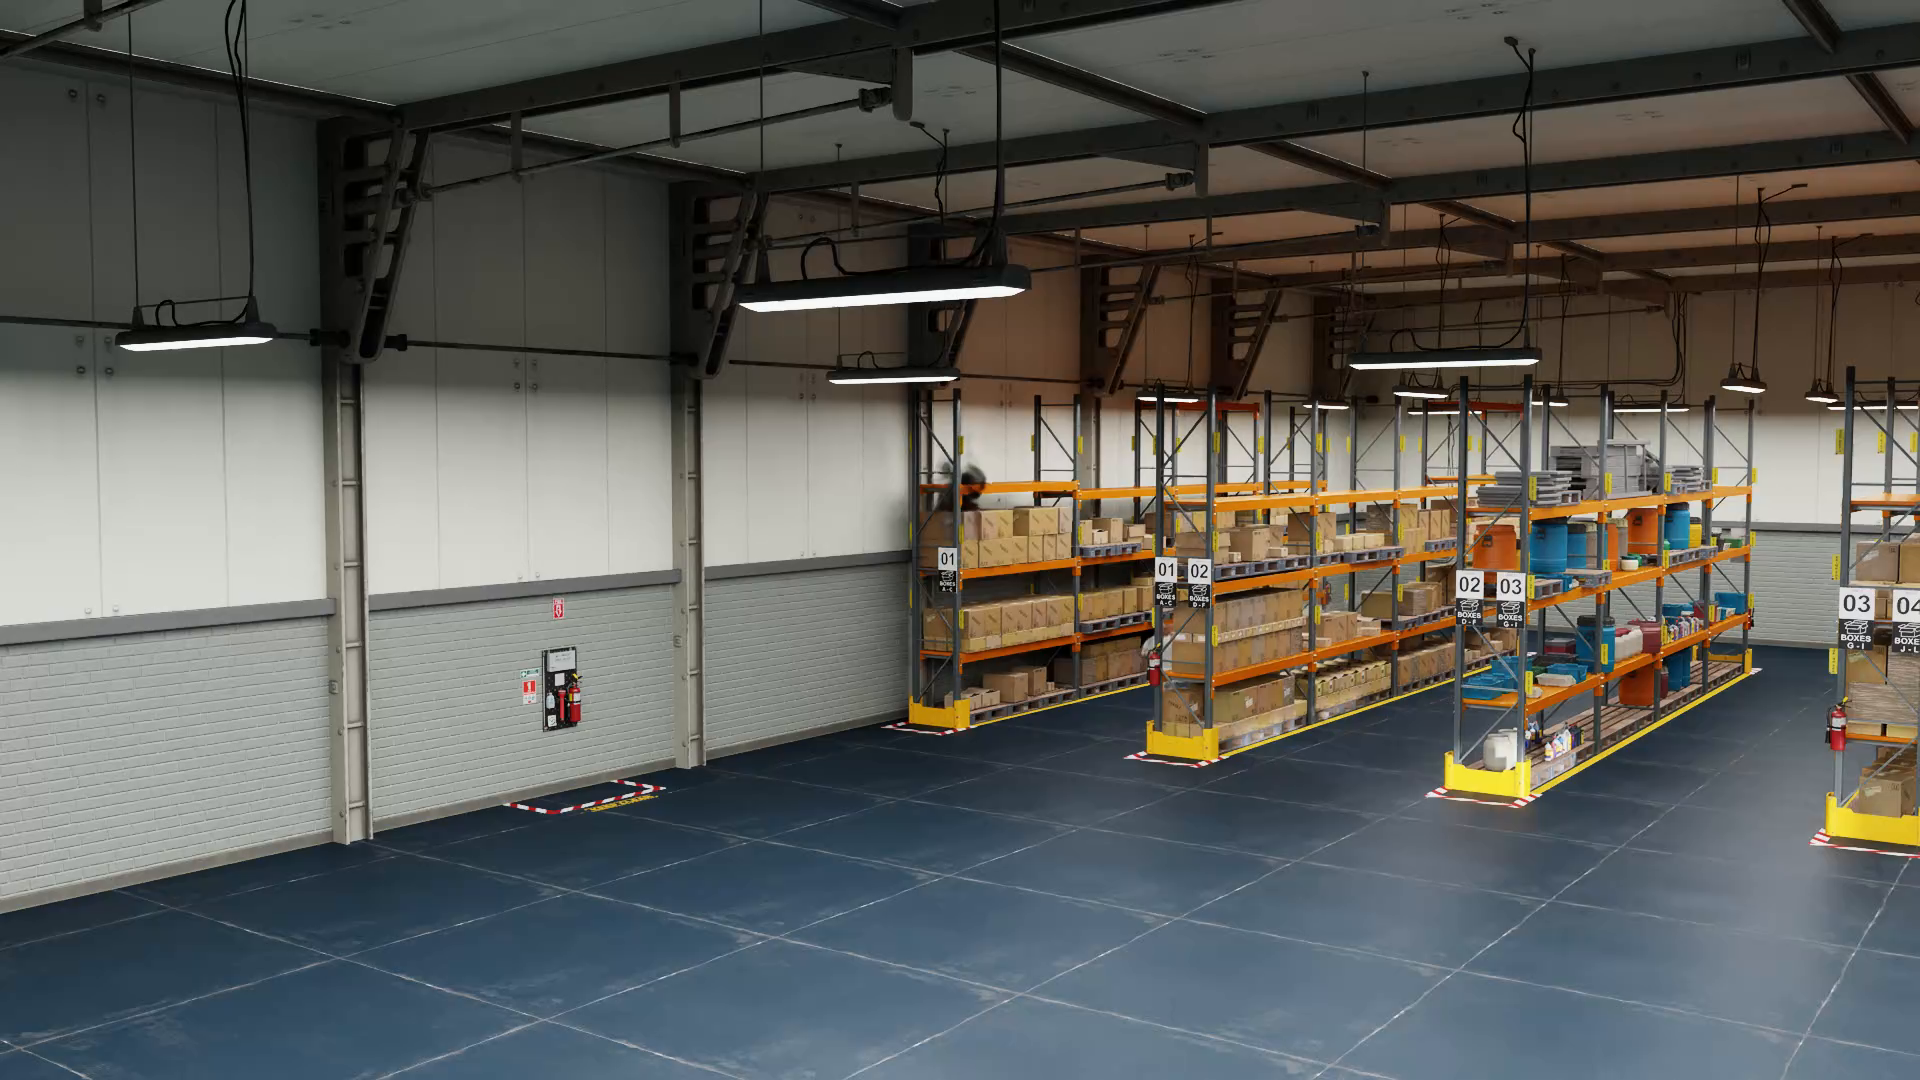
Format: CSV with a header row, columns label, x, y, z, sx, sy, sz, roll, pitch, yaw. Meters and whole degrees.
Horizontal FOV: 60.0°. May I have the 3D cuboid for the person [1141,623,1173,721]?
label,x,y,z,sx,sy,sz,roll,pitch,yaw
person,3.612,2.372,30.022,0.701,1.767,1.064,2,4,30
